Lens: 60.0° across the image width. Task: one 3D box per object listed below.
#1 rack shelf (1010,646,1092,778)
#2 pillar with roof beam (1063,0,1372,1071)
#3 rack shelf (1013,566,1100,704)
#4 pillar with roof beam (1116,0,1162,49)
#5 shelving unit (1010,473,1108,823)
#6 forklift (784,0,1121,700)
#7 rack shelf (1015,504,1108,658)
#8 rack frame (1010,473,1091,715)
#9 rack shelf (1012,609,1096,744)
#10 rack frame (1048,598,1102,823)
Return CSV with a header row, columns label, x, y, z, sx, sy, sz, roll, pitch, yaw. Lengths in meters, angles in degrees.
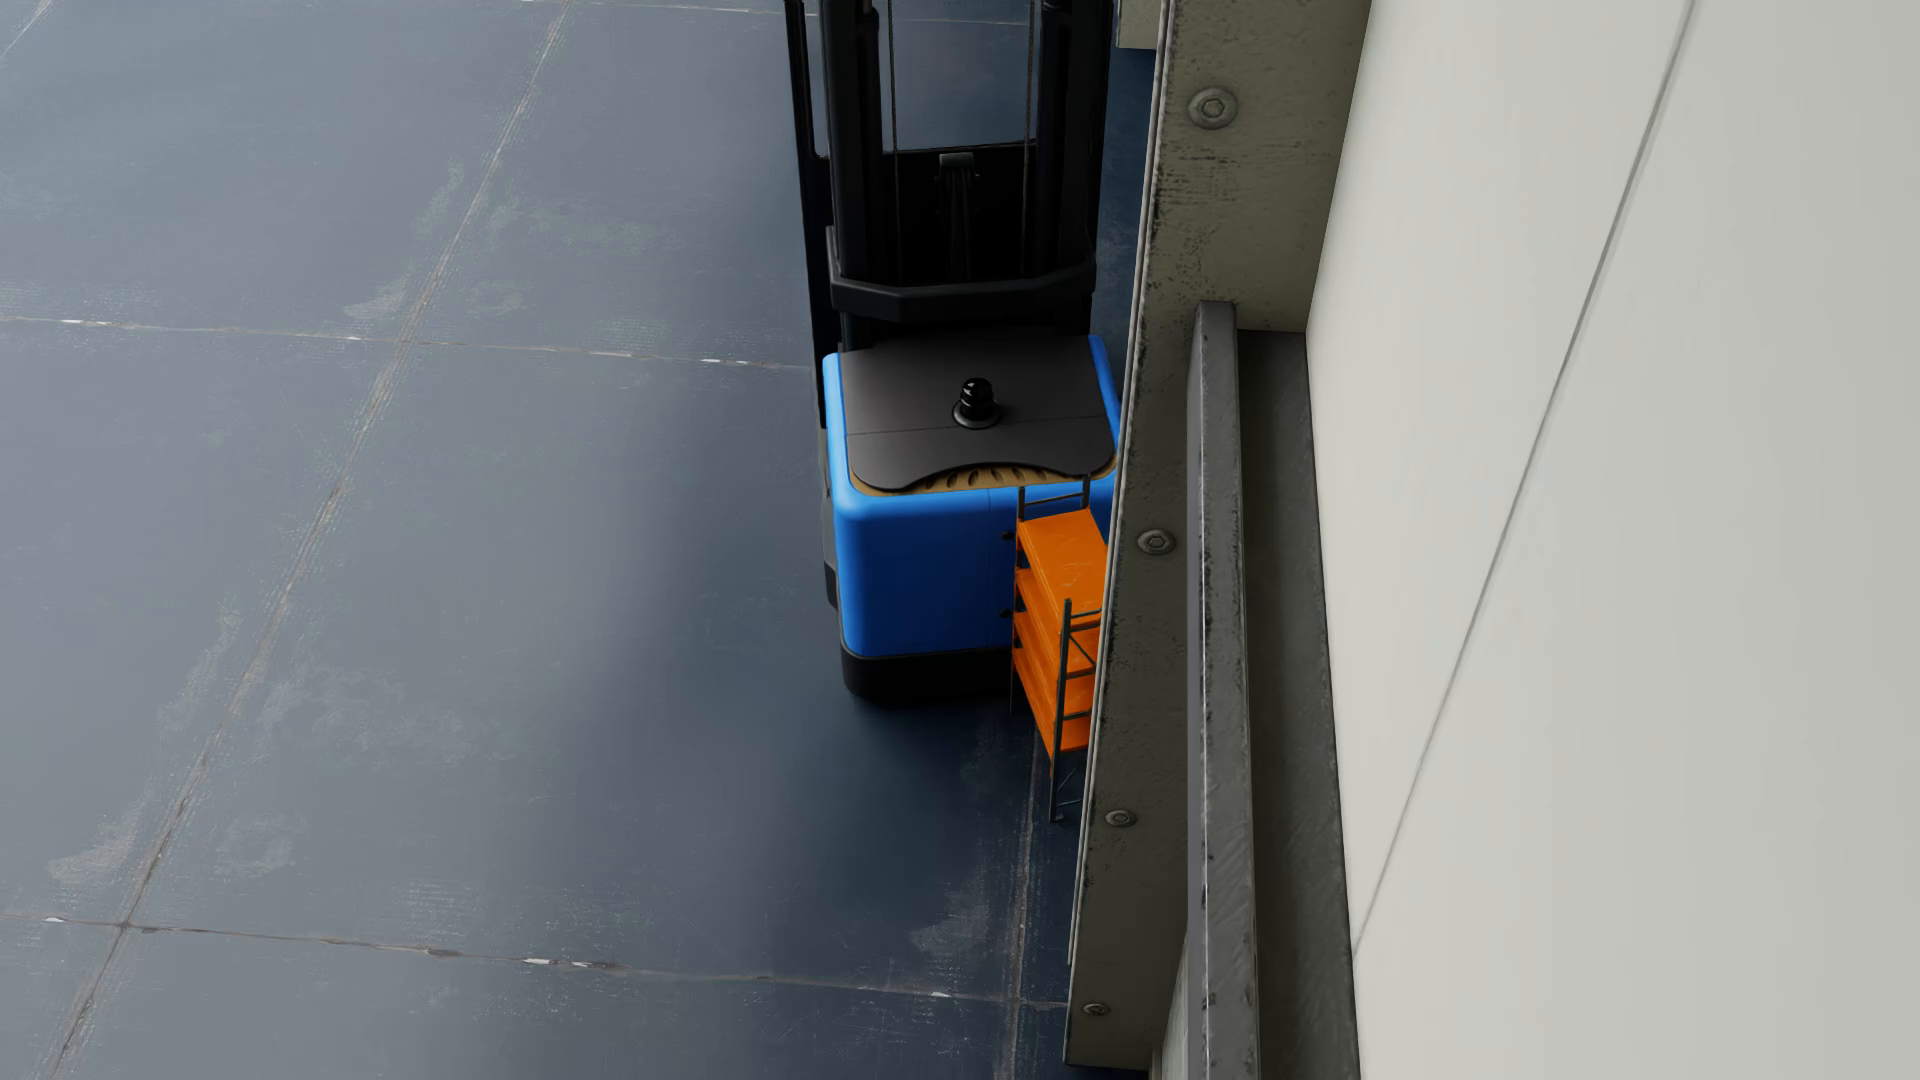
label,x,y,z,sx,sy,sz,roll,pitch,yaw
rack shelf,0.366,0.570,5.802,0.258,0.148,0.480,-11,49,-10
pillar with roof beam,-3.790,-1.807,2.330,9.100,9.000,0.400,4,48,4
rack shelf,0.366,0.285,5.490,0.258,0.148,0.480,-11,49,-10
pillar with roof beam,-3.243,-6.216,6.363,9.100,9.000,0.400,4,48,4
shelving unit,0.366,0.390,5.606,0.258,1.200,0.503,-11,49,-10
forklift,-0.062,-1.494,6.156,1.130,2.935,3.031,-5,48,-4
rack shelf,0.366,0.125,5.316,0.258,0.148,0.480,-11,49,-10
rack frame,0.303,0.216,5.765,0.240,1.200,0.015,-11,49,-10
rack shelf,0.366,0.436,5.656,0.258,0.148,0.480,-11,49,-10
rack frame,0.430,0.564,5.447,0.240,1.200,0.015,-11,49,-10
